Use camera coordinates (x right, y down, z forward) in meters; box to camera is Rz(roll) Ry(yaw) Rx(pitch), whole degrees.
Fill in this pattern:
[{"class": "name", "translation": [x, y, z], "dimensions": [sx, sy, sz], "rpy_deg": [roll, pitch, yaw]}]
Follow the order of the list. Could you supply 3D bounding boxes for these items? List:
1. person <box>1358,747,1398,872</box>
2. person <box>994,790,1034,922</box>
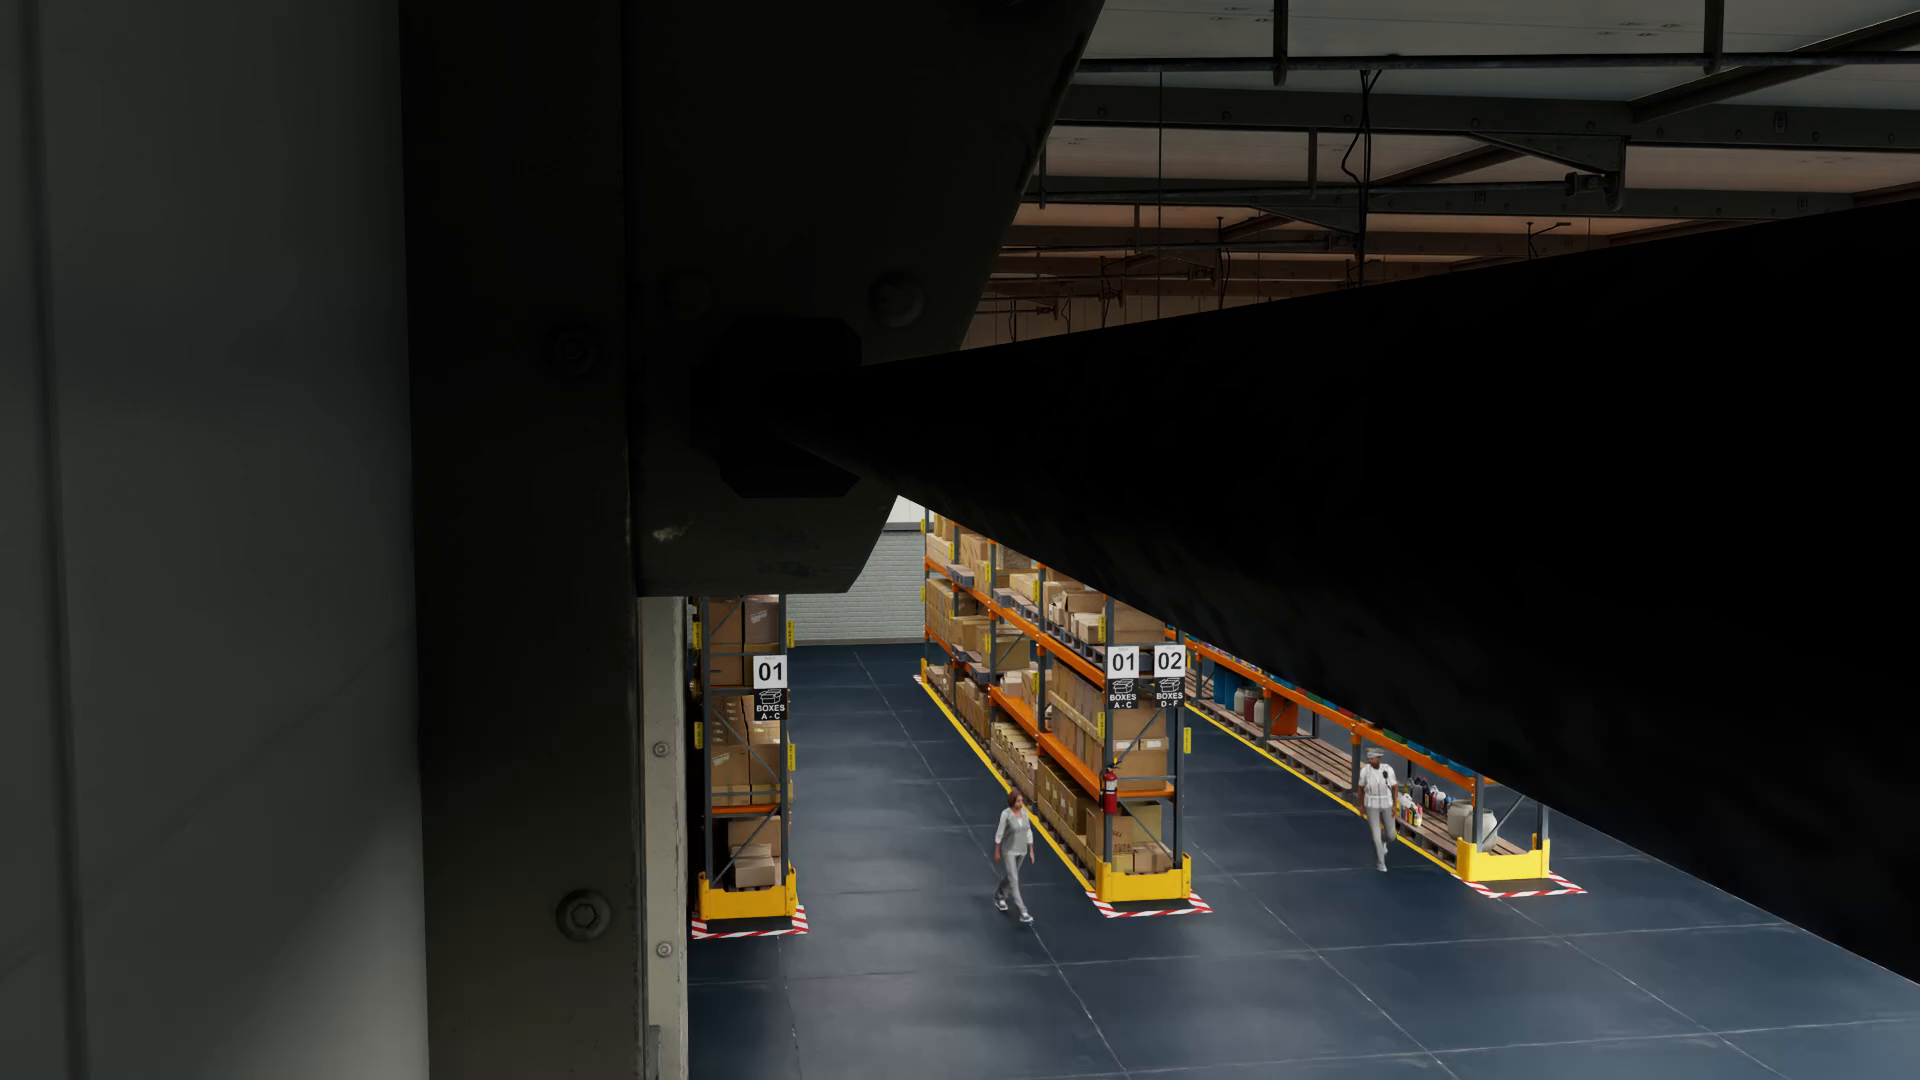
[{"class": "person", "translation": [5.588, 3.562, 22.249], "dimensions": [0.504, 1.649, 0.572], "rpy_deg": [1, 5, 7]}, {"class": "person", "translation": [0.683, 3.777, 20.024], "dimensions": [0.458, 1.543, 0.980], "rpy_deg": [-4, 6, -39]}]
